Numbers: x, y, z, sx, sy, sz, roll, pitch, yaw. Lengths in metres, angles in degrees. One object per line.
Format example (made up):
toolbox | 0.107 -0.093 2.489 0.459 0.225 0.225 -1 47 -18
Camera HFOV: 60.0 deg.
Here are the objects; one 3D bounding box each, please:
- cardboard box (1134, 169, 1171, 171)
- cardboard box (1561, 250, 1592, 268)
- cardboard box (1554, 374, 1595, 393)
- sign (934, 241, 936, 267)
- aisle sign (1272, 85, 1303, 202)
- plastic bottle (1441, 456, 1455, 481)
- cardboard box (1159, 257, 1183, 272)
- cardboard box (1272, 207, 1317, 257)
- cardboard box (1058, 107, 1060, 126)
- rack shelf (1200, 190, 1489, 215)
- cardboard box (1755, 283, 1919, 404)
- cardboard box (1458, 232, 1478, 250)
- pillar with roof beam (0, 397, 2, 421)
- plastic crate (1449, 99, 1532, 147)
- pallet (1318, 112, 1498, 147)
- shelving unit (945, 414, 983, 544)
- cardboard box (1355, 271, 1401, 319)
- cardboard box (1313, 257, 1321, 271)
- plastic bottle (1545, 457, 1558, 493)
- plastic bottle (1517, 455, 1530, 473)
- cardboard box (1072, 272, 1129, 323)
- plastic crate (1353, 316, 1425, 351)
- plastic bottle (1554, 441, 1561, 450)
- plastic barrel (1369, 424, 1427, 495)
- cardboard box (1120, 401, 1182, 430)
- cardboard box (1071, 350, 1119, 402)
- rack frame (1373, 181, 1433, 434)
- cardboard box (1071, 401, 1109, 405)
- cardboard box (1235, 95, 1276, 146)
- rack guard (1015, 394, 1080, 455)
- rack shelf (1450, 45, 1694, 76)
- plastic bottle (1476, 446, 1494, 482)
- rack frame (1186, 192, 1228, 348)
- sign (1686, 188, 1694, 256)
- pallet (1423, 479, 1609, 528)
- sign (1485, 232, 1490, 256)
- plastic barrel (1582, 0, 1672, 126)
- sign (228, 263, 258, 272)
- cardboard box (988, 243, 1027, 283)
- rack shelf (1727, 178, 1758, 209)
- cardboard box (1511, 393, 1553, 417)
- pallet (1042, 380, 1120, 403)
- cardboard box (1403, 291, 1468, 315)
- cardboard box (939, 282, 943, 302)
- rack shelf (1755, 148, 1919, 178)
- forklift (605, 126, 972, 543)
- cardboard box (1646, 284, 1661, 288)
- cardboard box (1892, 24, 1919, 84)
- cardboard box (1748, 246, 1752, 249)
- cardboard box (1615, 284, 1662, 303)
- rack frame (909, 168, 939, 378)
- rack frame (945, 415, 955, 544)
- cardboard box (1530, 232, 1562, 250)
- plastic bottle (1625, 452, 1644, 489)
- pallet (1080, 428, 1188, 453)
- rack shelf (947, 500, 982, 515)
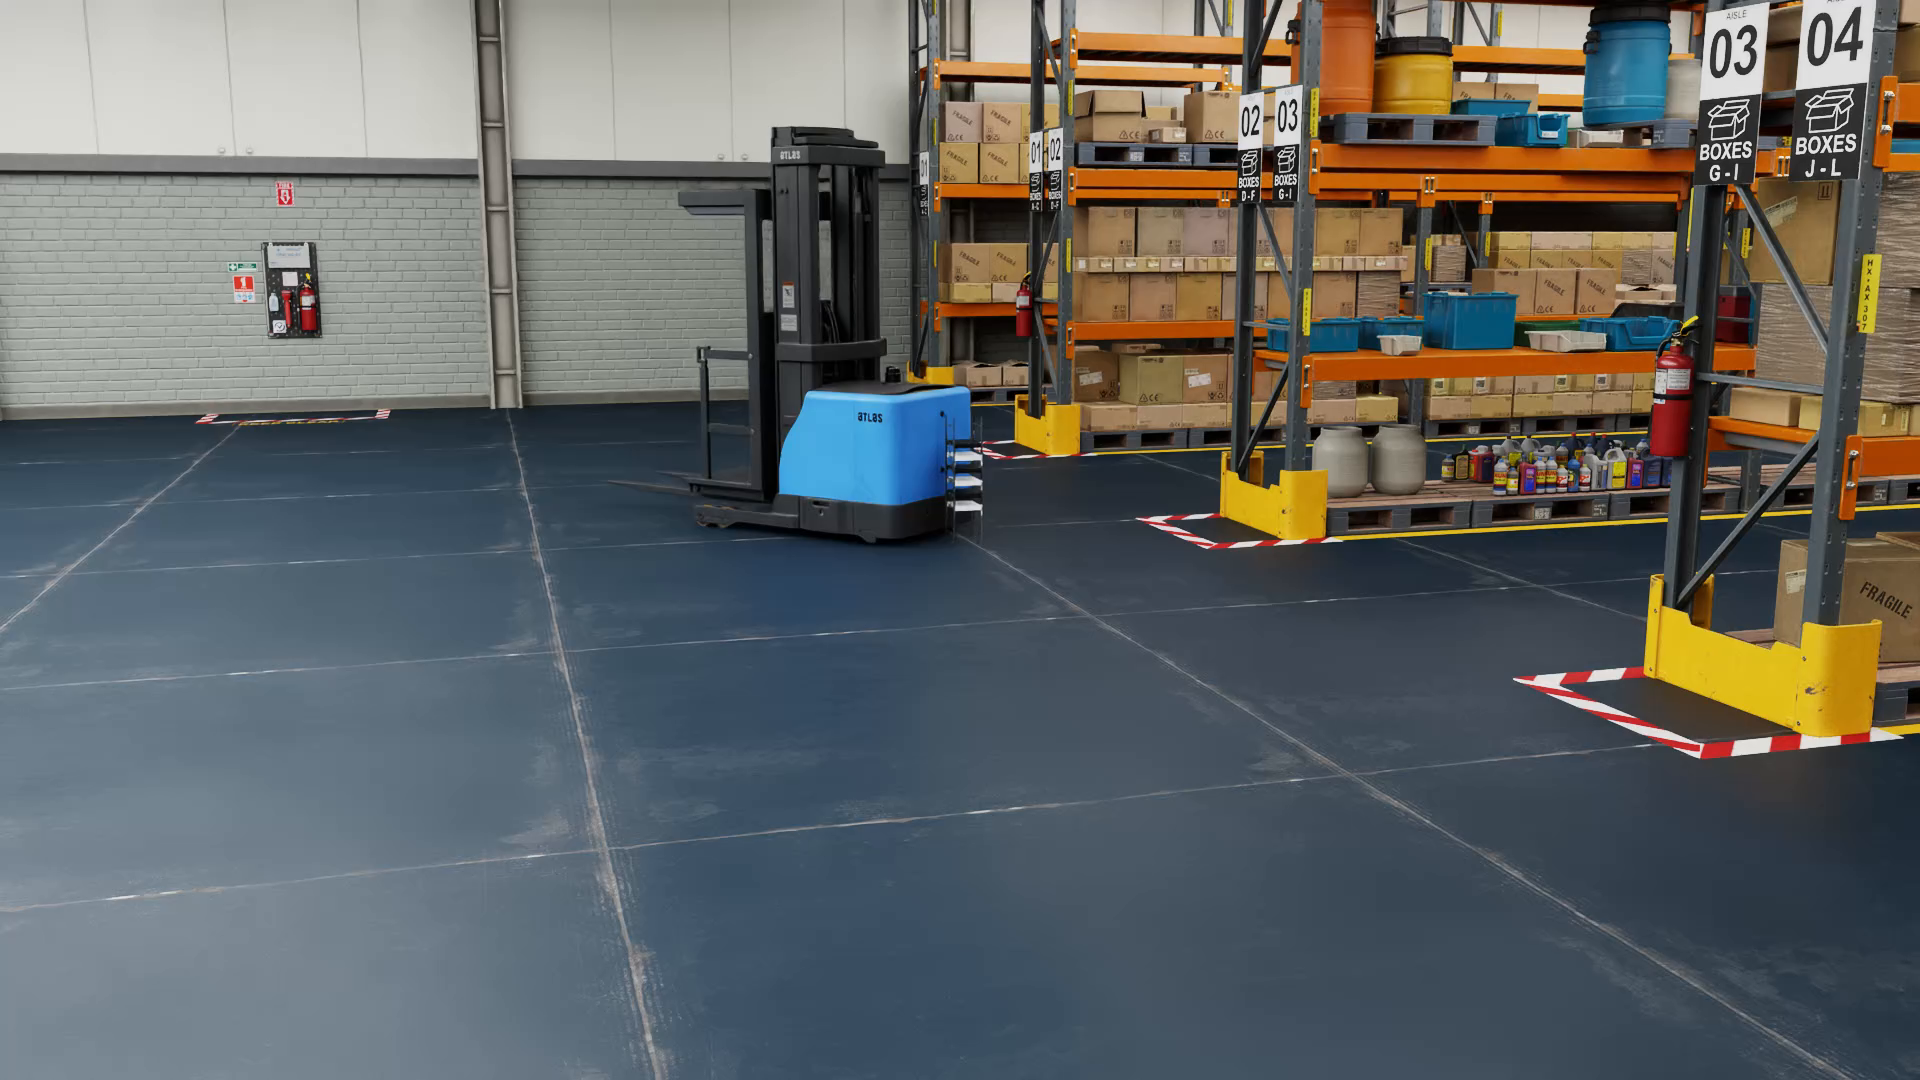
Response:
cardboard box | 2.467 -4.937 21.964 0.500 0.500 0.500 -4 11 -21
cardboard box | 8.732 -3.933 23.970 0.500 0.500 0.500 -3 11 -16
cardboard box | 6.702 -1.820 18.532 0.500 0.311 0.500 -3 11 -14
sign | -0.317 -3.624 21.056 0.005 0.325 0.100 -3 11 -16
aisle sign | 2.313 -2.794 11.760 0.004 0.787 0.394 -3 11 -16
plastic bottle | 3.941 -0.580 13.424 0.097 0.201 0.097 0 10 0
cardboard box | 2.092 -2.821 17.016 0.250 0.149 0.380 -3 11 -17
cardboard box | 3.370 -3.247 17.538 0.500 0.500 0.700 -3 11 -16
cardboard box | 1.357 -5.461 22.045 0.500 0.500 0.500 -3 11 -16
rack shelf | 5.292 -4.718 23.089 4.000 0.370 1.077 -3 11 -16
cardboard box | 4.220 -0.928 7.704 0.500 0.500 0.875 -3 11 -16
cardboard box | 7.575 -4.340 24.109 0.500 0.250 0.500 -3 11 -14
pillar with roof beam | -10.357 -5.073 14.749 0.400 9.000 9.100 -3 11 -16
plastic crate | 4.047 -3.187 12.830 0.575 0.384 0.392 -3 11 -16
pallet | 3.122 -2.978 12.172 1.213 0.211 1.003 -3 11 -16
shelving unit | 0.028 -0.440 11.952 0.210 0.900 0.258 -3 11 -15
cardboard box | 4.335 -2.660 17.932 0.500 0.500 0.700 -3 11 -17
cardboard box | 3.581 -2.900 17.447 0.250 0.149 0.380 -3 11 -16
plastic bottle | 4.553 -0.505 12.825 0.097 0.271 0.097 0 10 0
plastic bottle | 4.557 -0.585 13.453 0.097 0.201 0.097 0 10 0
cardboard box | 1.371 -2.502 17.077 0.500 0.500 0.700 -3 11 -16
plastic crate | 3.322 -1.606 12.898 0.408 0.251 0.499 -3 11 -16
plastic bottle | 4.898 -0.674 13.709 0.133 0.283 0.061 -3 11 -13
plastic barrel | 3.392 -0.625 12.870 0.421 0.512 0.421 0 10 0
cardboard box | 1.975 -1.300 17.259 0.500 0.250 0.500 -3 11 -16
cardboard box | 1.351 -1.734 17.541 0.500 0.500 0.500 -3 11 -16
rack frame | 4.760 -2.634 18.069 0.127 3.000 1.000 -3 11 -16
cardboard box | 1.351 -1.364 17.607 0.500 0.250 0.500 -3 11 -16
cardboard box | 3.143 -4.374 17.404 0.637 0.503 0.797 -2 11 -10
rack guard | 0.896 -1.201 17.190 0.348 0.500 1.175 -3 11 -16
rack shelf | 6.680 -5.135 18.177 4.000 0.370 1.077 -3 11 -16
plastic bottle | 4.221 -0.609 13.359 0.133 0.283 0.061 -3 11 -16
rack frame | 3.371 -3.495 22.746 0.127 3.000 1.000 -3 11 -16
sign | 3.548 -1.532 8.011 0.005 0.325 0.100 -3 11 -16
pallet | 4.311 -0.312 13.159 1.213 0.211 1.003 -3 11 -16
sign | 7.373 -4.134 23.238 0.005 0.325 0.100 -3 11 -16
plastic barrel | 5.155 -3.669 12.864 0.708 0.901 0.600 -3 11 -16
sign | -8.736 -3.323 20.250 0.331 0.109 0.001 -3 11 -16
cardboard box | 0.551 -3.593 21.564 0.500 0.500 0.500 -3 11 -16
rack shelf | 10.521 -4.059 19.512 4.000 0.370 1.077 -3 11 -16
cardboard box | 6.204 -1.518 18.442 0.500 0.250 0.500 -3 11 -18
pallet | 1.563 -2.021 22.442 1.213 0.211 1.003 -3 11 -16
cardboard box | 5.220 -2.593 18.260 0.500 0.250 0.500 -2 11 -12
cardboard box | -0.074 -3.286 21.970 0.500 0.250 0.500 -3 11 -15
rack shelf | 8.061 -2.995 13.734 4.000 0.370 1.077 -3 11 -16
forklift | -1.419 -1.599 12.636 3.031 2.935 1.130 7 12 33
cardboard box | 10.073 -3.674 24.357 0.250 0.149 0.380 -3 11 -16
cardboard box | 4.219 -2.090 7.245 0.500 0.250 0.500 -3 11 -14
cardboard box | 11.578 -4.072 25.052 0.700 0.700 0.980 -3 11 -15
cardboard box | 7.687 -2.781 19.114 0.500 0.311 0.500 -3 11 -17
rack frame | -0.469 -3.293 21.647 0.127 3.000 1.000 -3 11 -16
rack frame | -0.070 -0.435 11.925 0.006 0.900 0.240 -3 11 -15
cardboard box | 8.236 -4.277 23.770 0.500 0.250 0.500 -3 11 -17
plastic bottle | 5.274 -0.545 13.011 0.133 0.283 0.061 -2 11 -12
pallet | 1.642 -1.106 17.472 1.213 0.211 1.003 -3 11 -16
rack shelf | 0.028 -0.230 11.991 0.200 0.077 0.258 -3 11 -15
